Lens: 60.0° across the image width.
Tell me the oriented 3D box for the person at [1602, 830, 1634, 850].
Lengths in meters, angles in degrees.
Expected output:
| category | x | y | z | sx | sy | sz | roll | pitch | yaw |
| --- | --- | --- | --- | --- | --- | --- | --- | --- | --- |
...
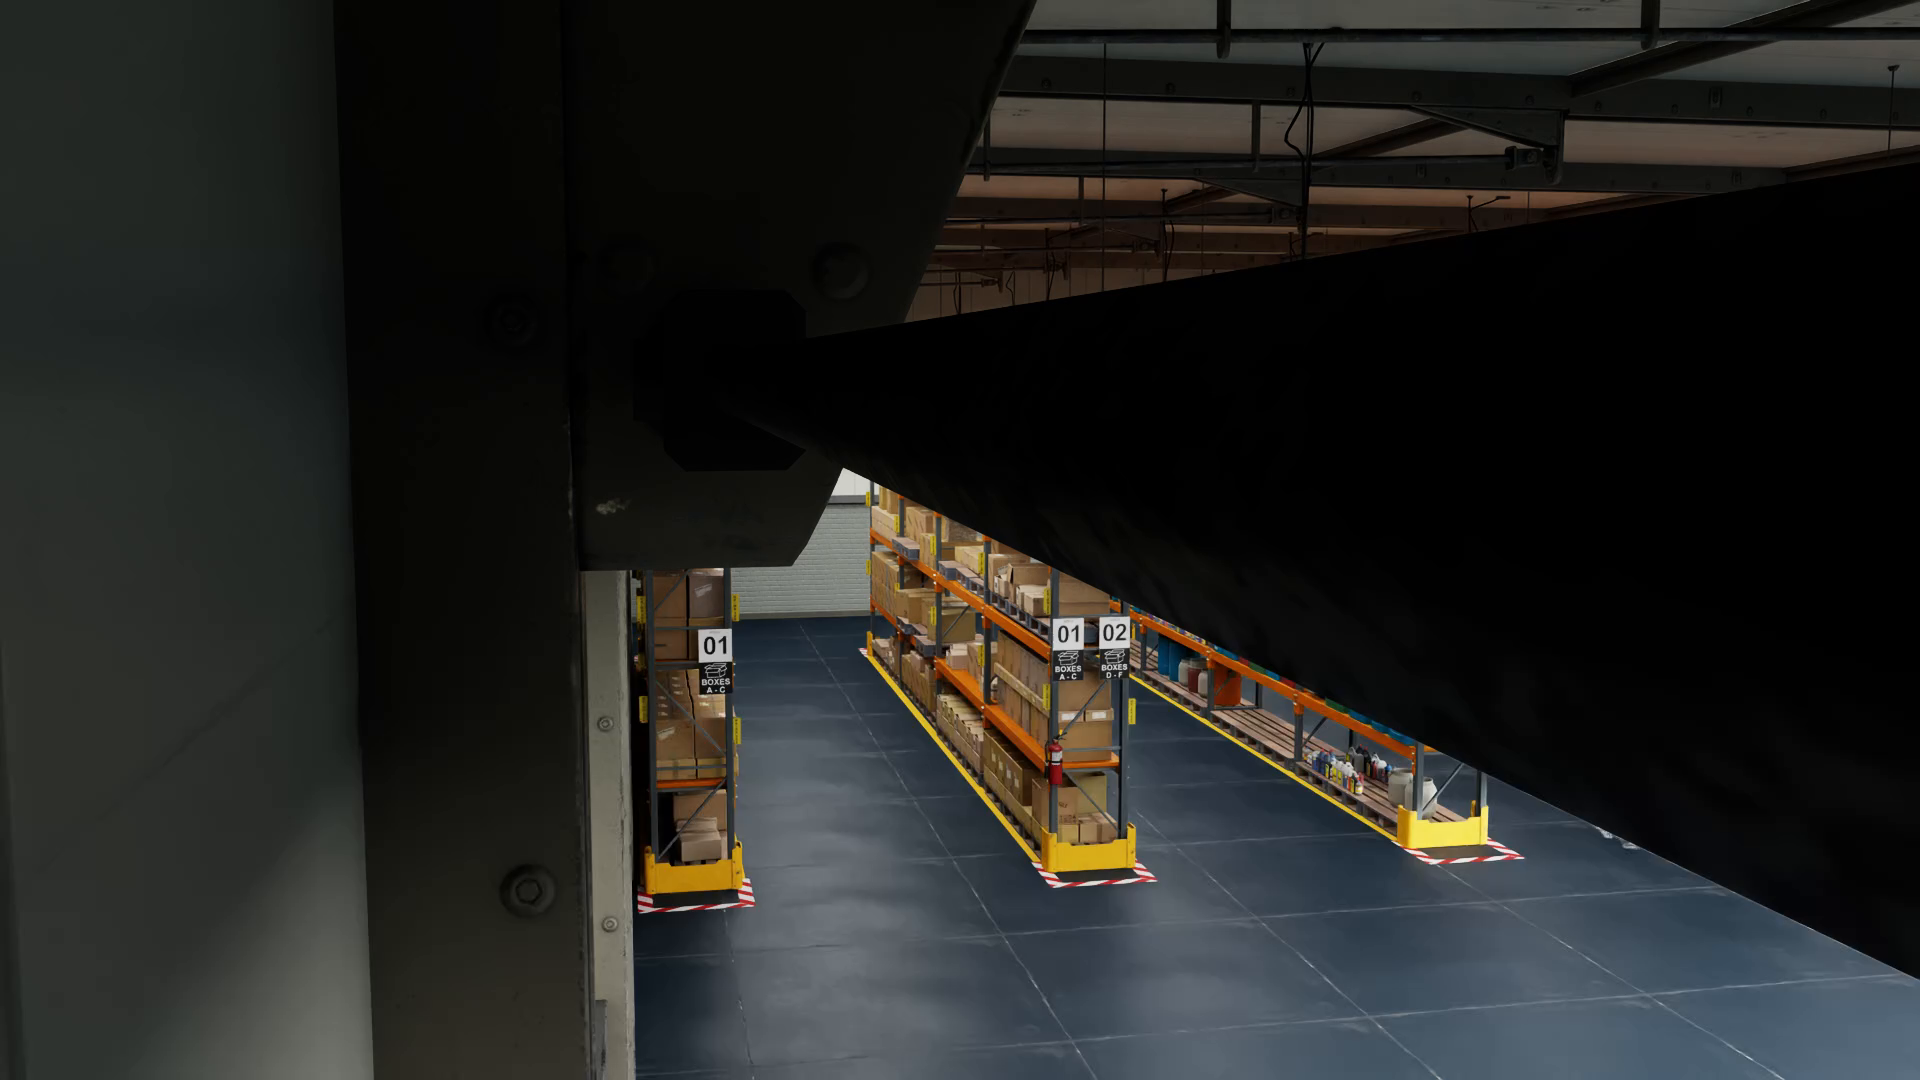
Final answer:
| category | x | y | z | sx | sy | sz | roll | pitch | yaw |
| --- | --- | --- | --- | --- | --- | --- | --- | --- | --- |
| person | 8.710 | 3.257 | 21.993 | 0.437 | 1.568 | 0.805 | 2 | 6 | 21 |
